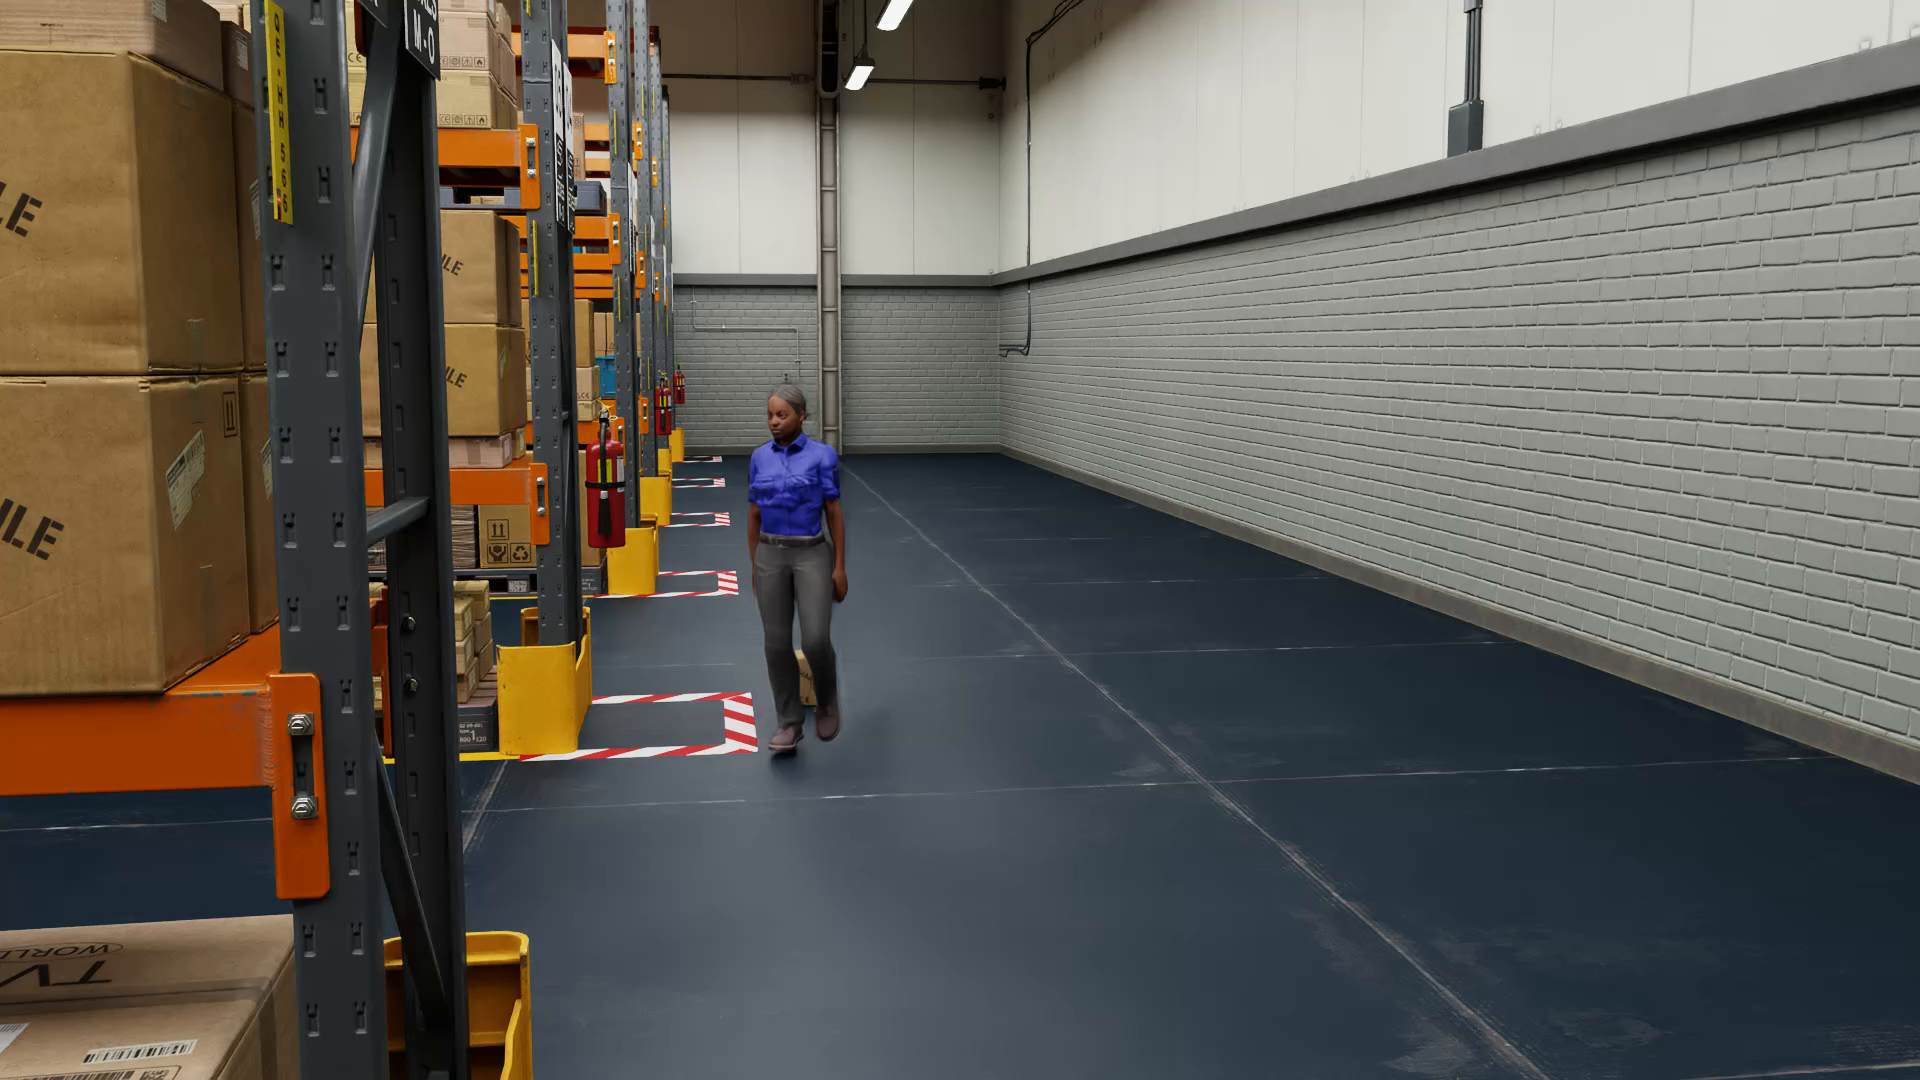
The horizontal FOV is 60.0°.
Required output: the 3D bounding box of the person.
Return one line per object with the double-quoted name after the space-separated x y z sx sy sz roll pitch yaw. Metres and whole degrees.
-0.743 0.128 7.559 0.478 1.639 0.457 2 7 13 "person"
